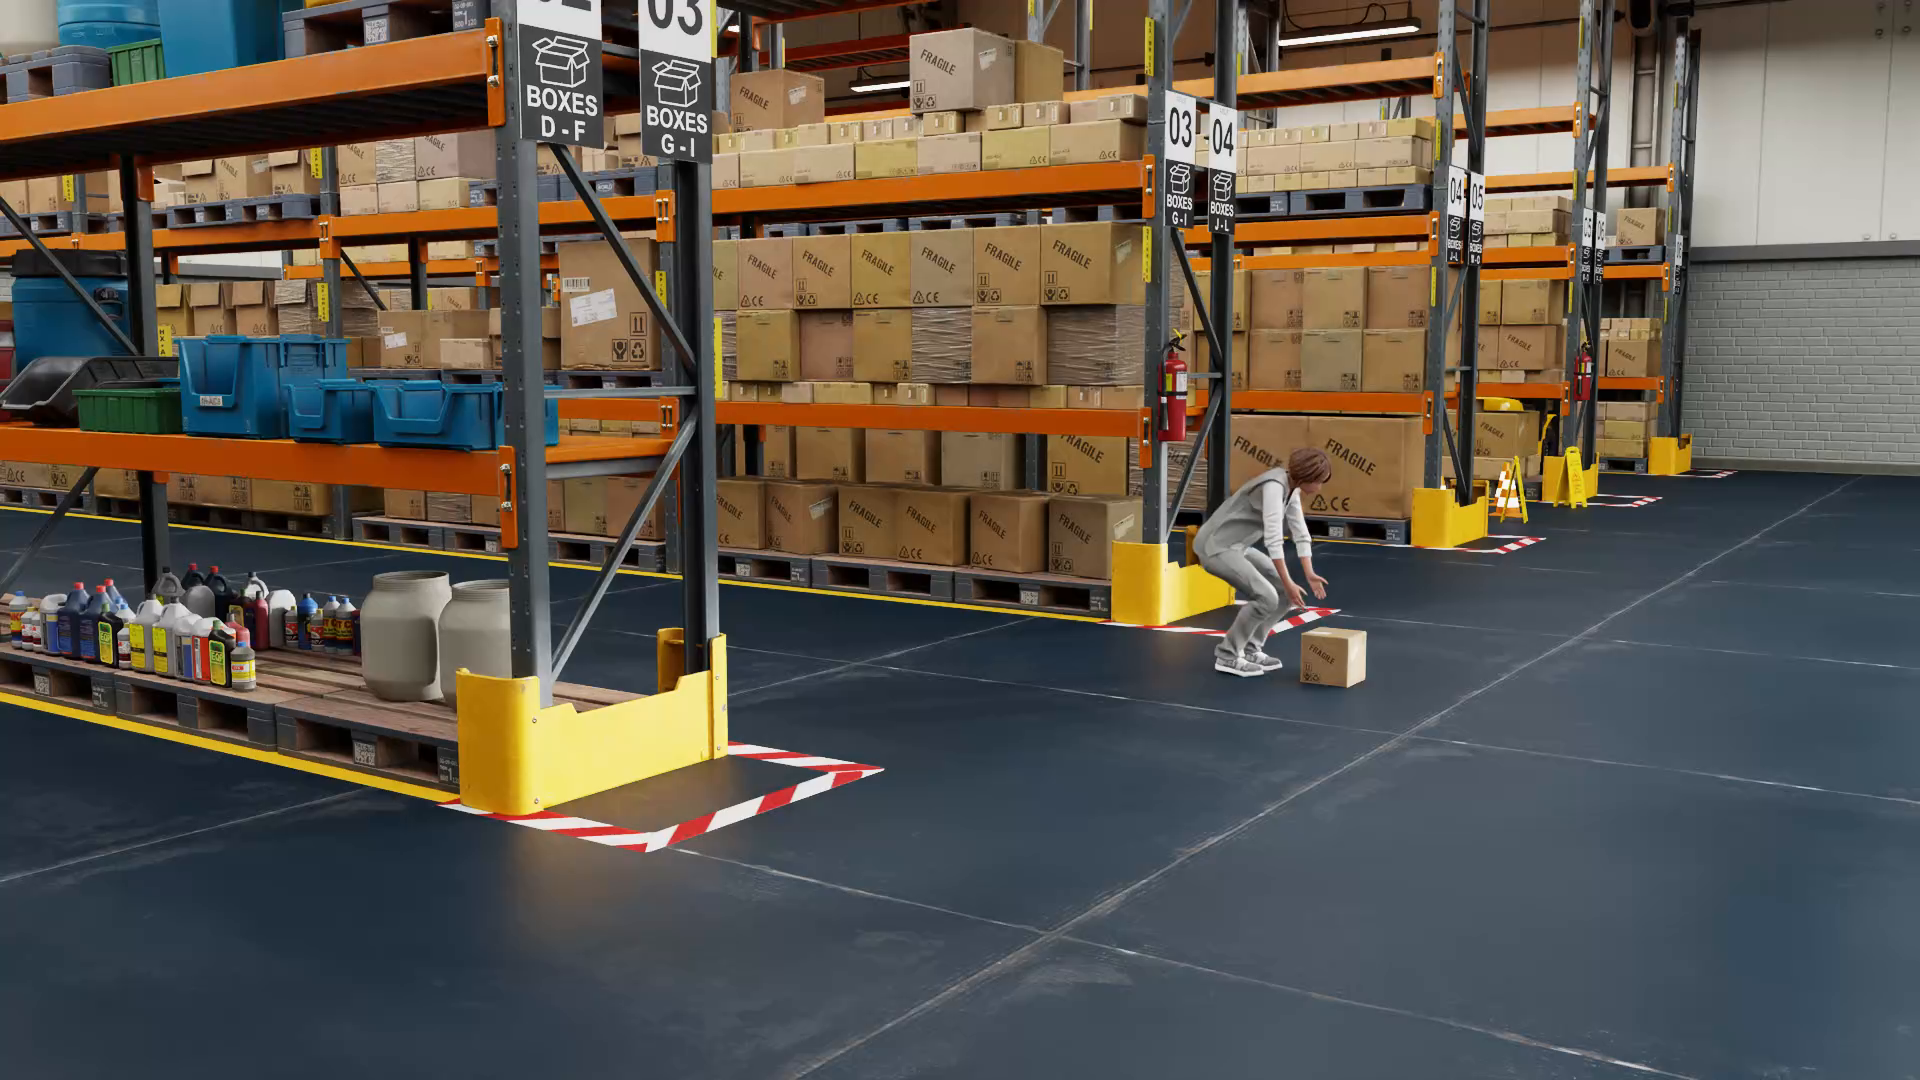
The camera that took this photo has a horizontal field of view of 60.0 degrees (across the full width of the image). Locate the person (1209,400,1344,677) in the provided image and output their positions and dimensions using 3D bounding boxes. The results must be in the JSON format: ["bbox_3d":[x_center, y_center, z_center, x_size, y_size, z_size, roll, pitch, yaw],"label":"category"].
[{"bbox_3d":[1.620,-0.008,8.551,0.690,1.424,0.374,4,8,32],"label":"person"}]
